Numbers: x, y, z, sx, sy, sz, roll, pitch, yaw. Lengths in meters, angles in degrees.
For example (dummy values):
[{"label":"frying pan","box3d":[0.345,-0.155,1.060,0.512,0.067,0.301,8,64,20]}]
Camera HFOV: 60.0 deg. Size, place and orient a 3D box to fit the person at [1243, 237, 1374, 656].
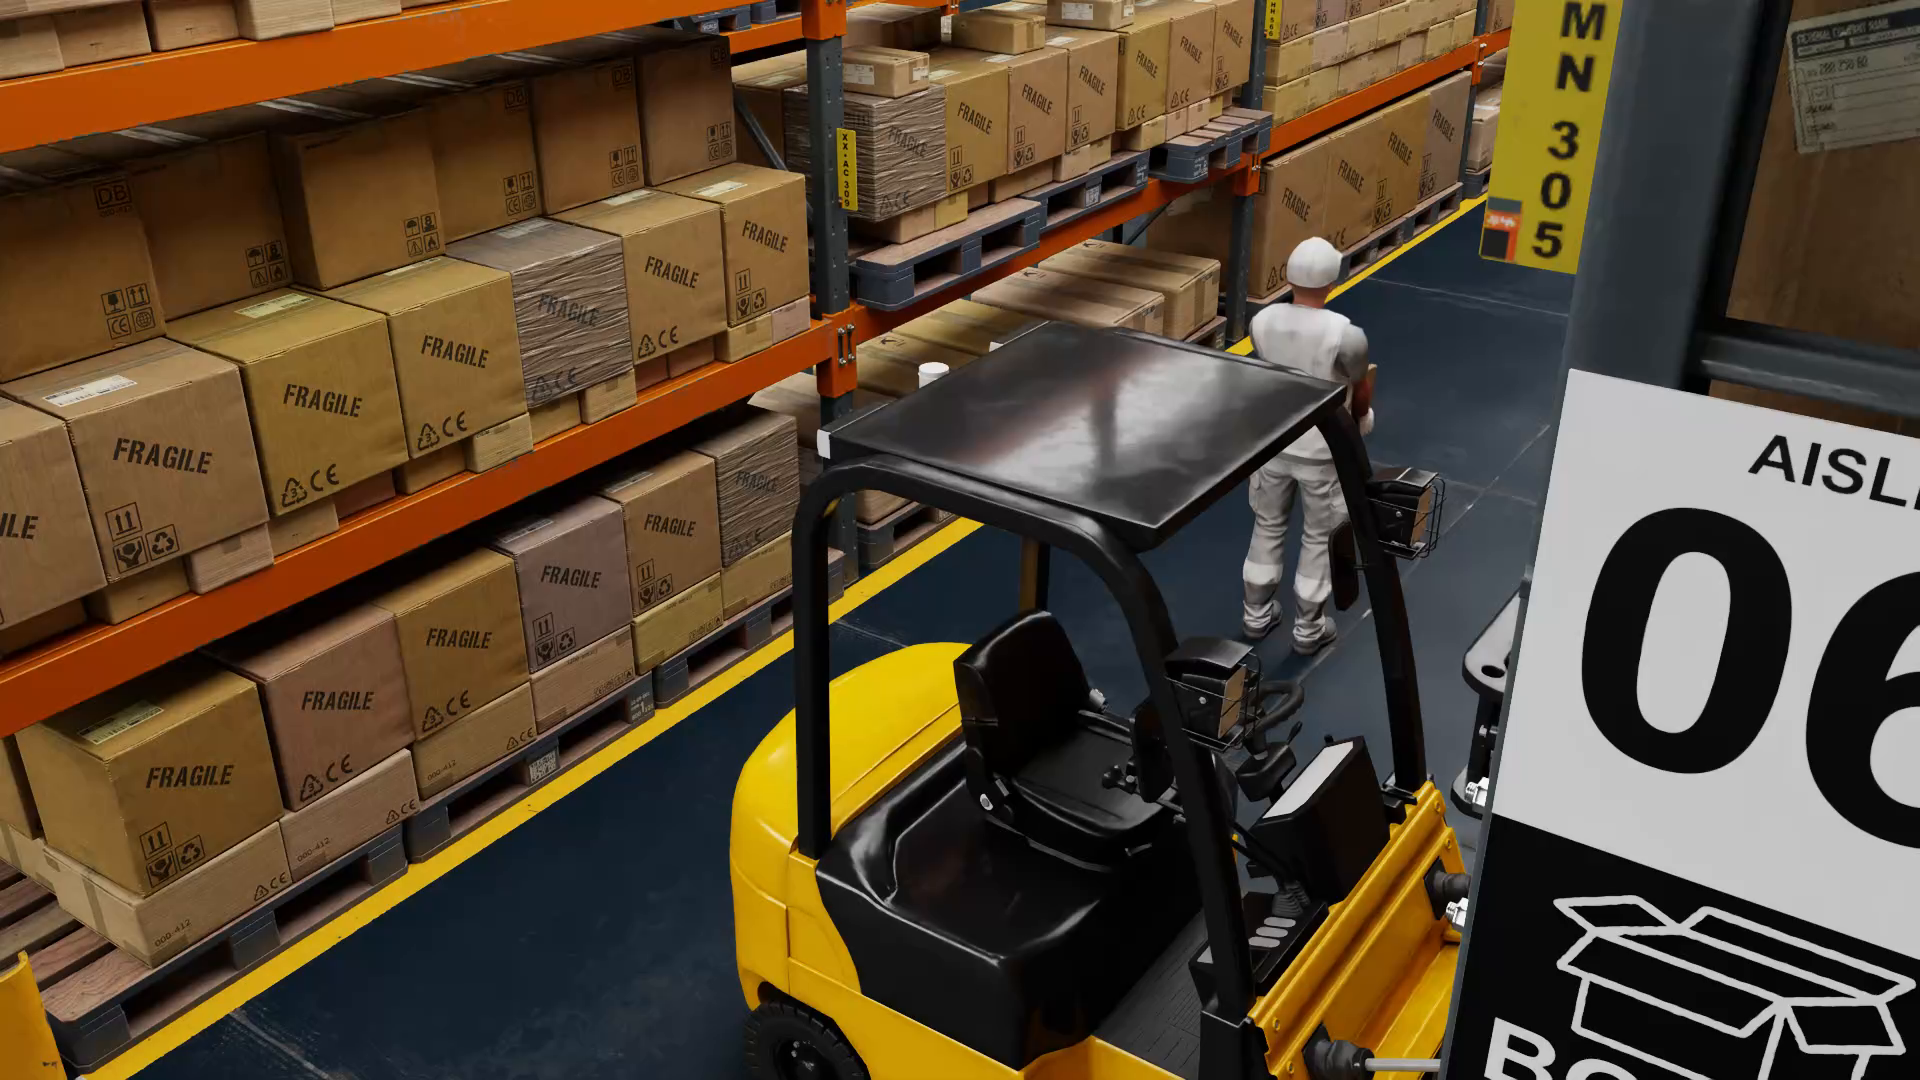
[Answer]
[{"label":"person","box3d":[1.460,-0.420,6.925,0.495,1.786,0.558,17,32,31]}]
